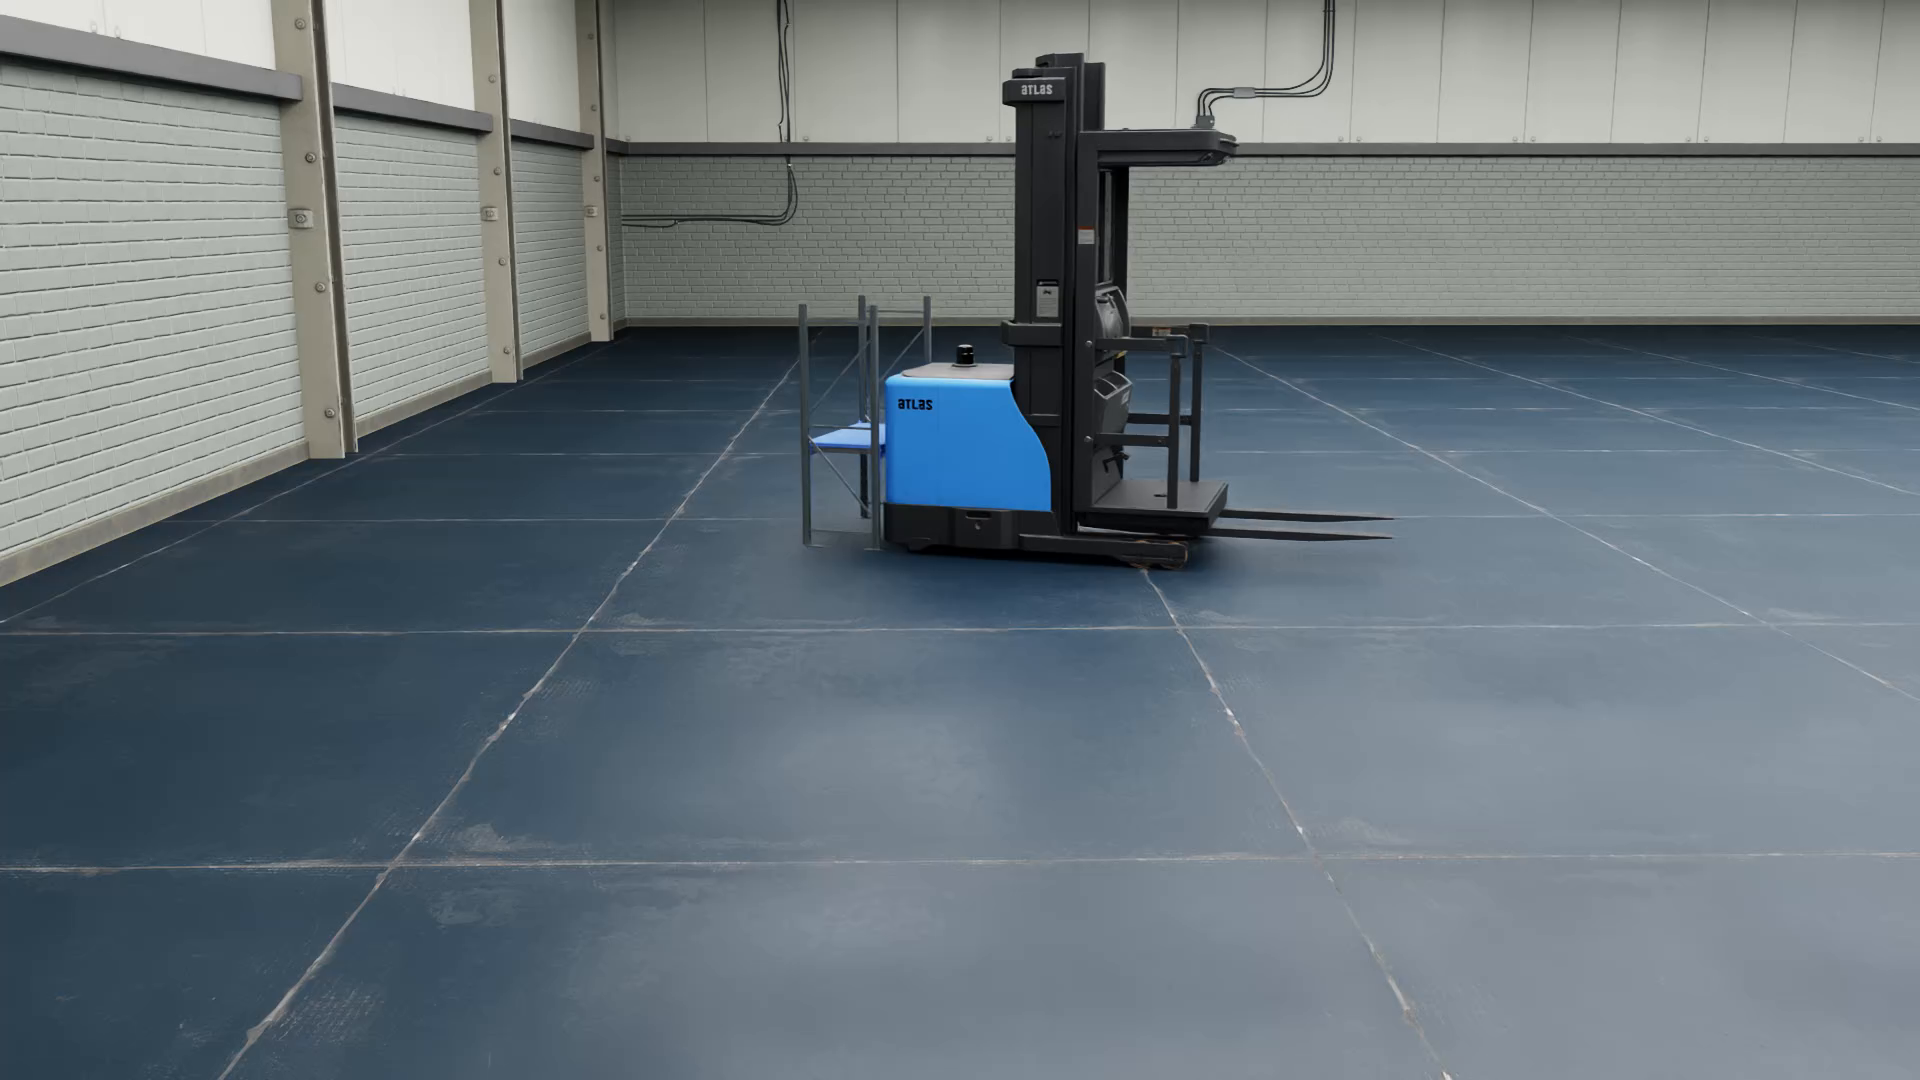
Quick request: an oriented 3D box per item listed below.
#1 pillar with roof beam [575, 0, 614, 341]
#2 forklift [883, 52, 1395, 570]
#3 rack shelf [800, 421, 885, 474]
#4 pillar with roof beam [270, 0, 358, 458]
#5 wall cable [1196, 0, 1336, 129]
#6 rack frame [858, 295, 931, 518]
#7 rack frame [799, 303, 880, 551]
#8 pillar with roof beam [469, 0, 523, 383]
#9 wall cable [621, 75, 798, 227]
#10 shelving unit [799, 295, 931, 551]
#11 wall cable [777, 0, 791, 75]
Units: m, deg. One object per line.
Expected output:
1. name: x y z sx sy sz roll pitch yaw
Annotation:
1. pillar with roof beam: -1.276 -7.537 25.075 9.100 9.000 0.400 0 11 -1
2. forklift: 1.107 -1.376 9.971 3.031 2.935 1.130 3 12 15
3. rack shelf: -0.583 -0.603 10.664 0.538 0.185 1.000 4 12 17
4. pillar with roof beam: -1.028 -5.151 13.317 9.100 9.000 0.400 0 11 -1
5. wall cable: 5.173 -9.813 27.740 2.305 6.003 0.169 0 11 -1
6. rack frame: -0.432 -0.876 11.105 0.500 1.500 0.032 4 12 17
7. rack frame: -0.734 -0.683 10.153 0.500 1.500 0.032 4 12 17
8. pillar with roof beam: -1.152 -6.344 19.196 9.100 9.000 0.400 0 11 -1
9. wall cable: -4.319 -6.588 28.210 3.097 2.526 0.112 0 11 -1
10. shelving unit: -0.583 -0.779 10.629 0.538 1.500 1.048 4 12 17
11. wall cable: -1.614 -9.074 27.763 3.097 2.526 0.112 0 11 -1
